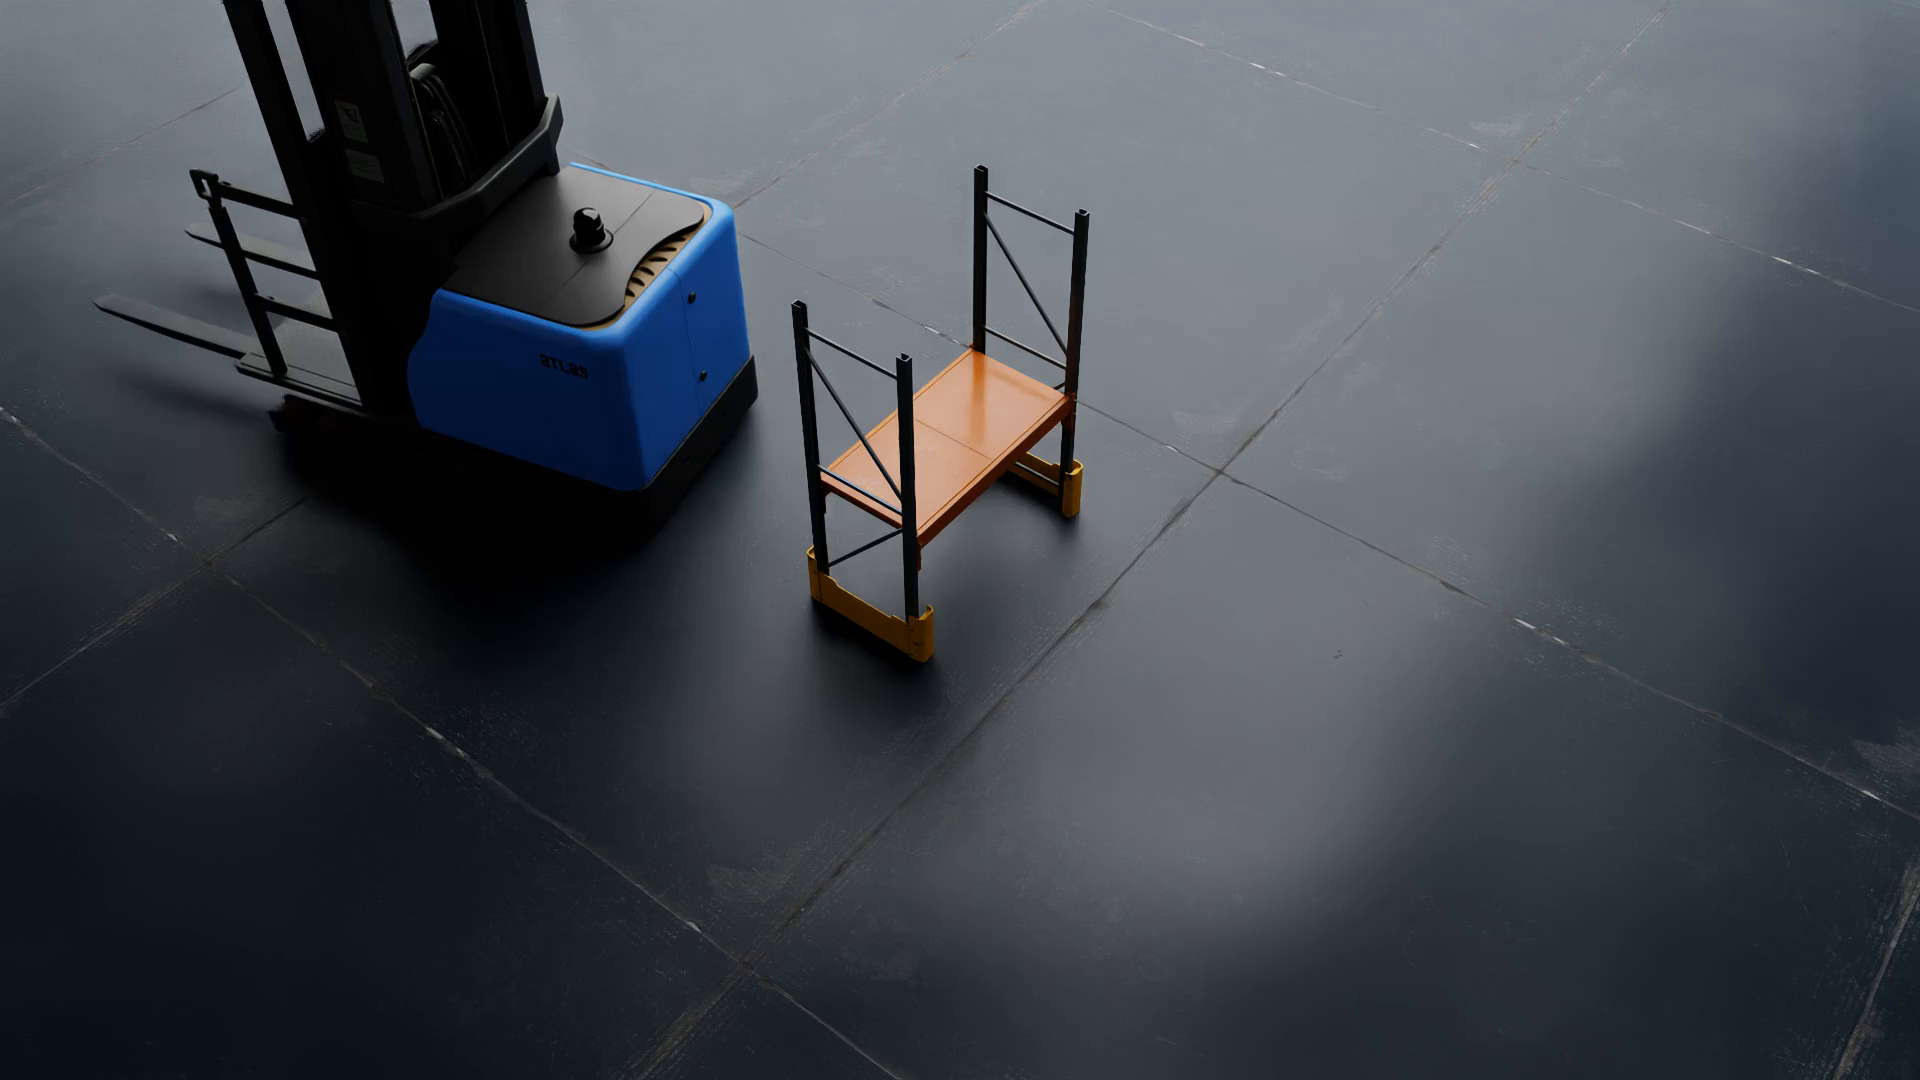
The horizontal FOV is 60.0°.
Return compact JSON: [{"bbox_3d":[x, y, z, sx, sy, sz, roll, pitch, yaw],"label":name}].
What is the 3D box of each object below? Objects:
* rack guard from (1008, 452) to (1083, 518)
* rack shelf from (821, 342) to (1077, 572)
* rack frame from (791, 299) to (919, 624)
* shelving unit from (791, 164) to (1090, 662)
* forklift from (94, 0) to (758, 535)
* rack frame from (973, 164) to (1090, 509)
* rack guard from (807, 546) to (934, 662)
[{"bbox_3d":[0.258,-0.328,7.055,0.587,0.250,0.087,29,53,25],"label":"rack guard"},{"bbox_3d":[-0.052,-0.345,6.456,0.538,0.185,1.000,29,53,25],"label":"rack shelf"},{"bbox_3d":[-0.363,-0.178,6.048,0.500,1.500,0.032,29,53,25],"label":"rack frame"},{"bbox_3d":[-0.047,-0.474,6.331,0.587,1.500,1.083,29,53,25],"label":"shelving unit"},{"bbox_3d":[-2.467,-1.739,6.549,3.031,2.935,1.130,17,49,16],"label":"forklift"},{"bbox_3d":[0.259,-0.760,6.604,0.500,1.500,0.032,29,53,25],"label":"rack frame"},{"bbox_3d":[-0.351,0.242,6.510,0.587,0.250,0.087,29,53,25],"label":"rack guard"}]
